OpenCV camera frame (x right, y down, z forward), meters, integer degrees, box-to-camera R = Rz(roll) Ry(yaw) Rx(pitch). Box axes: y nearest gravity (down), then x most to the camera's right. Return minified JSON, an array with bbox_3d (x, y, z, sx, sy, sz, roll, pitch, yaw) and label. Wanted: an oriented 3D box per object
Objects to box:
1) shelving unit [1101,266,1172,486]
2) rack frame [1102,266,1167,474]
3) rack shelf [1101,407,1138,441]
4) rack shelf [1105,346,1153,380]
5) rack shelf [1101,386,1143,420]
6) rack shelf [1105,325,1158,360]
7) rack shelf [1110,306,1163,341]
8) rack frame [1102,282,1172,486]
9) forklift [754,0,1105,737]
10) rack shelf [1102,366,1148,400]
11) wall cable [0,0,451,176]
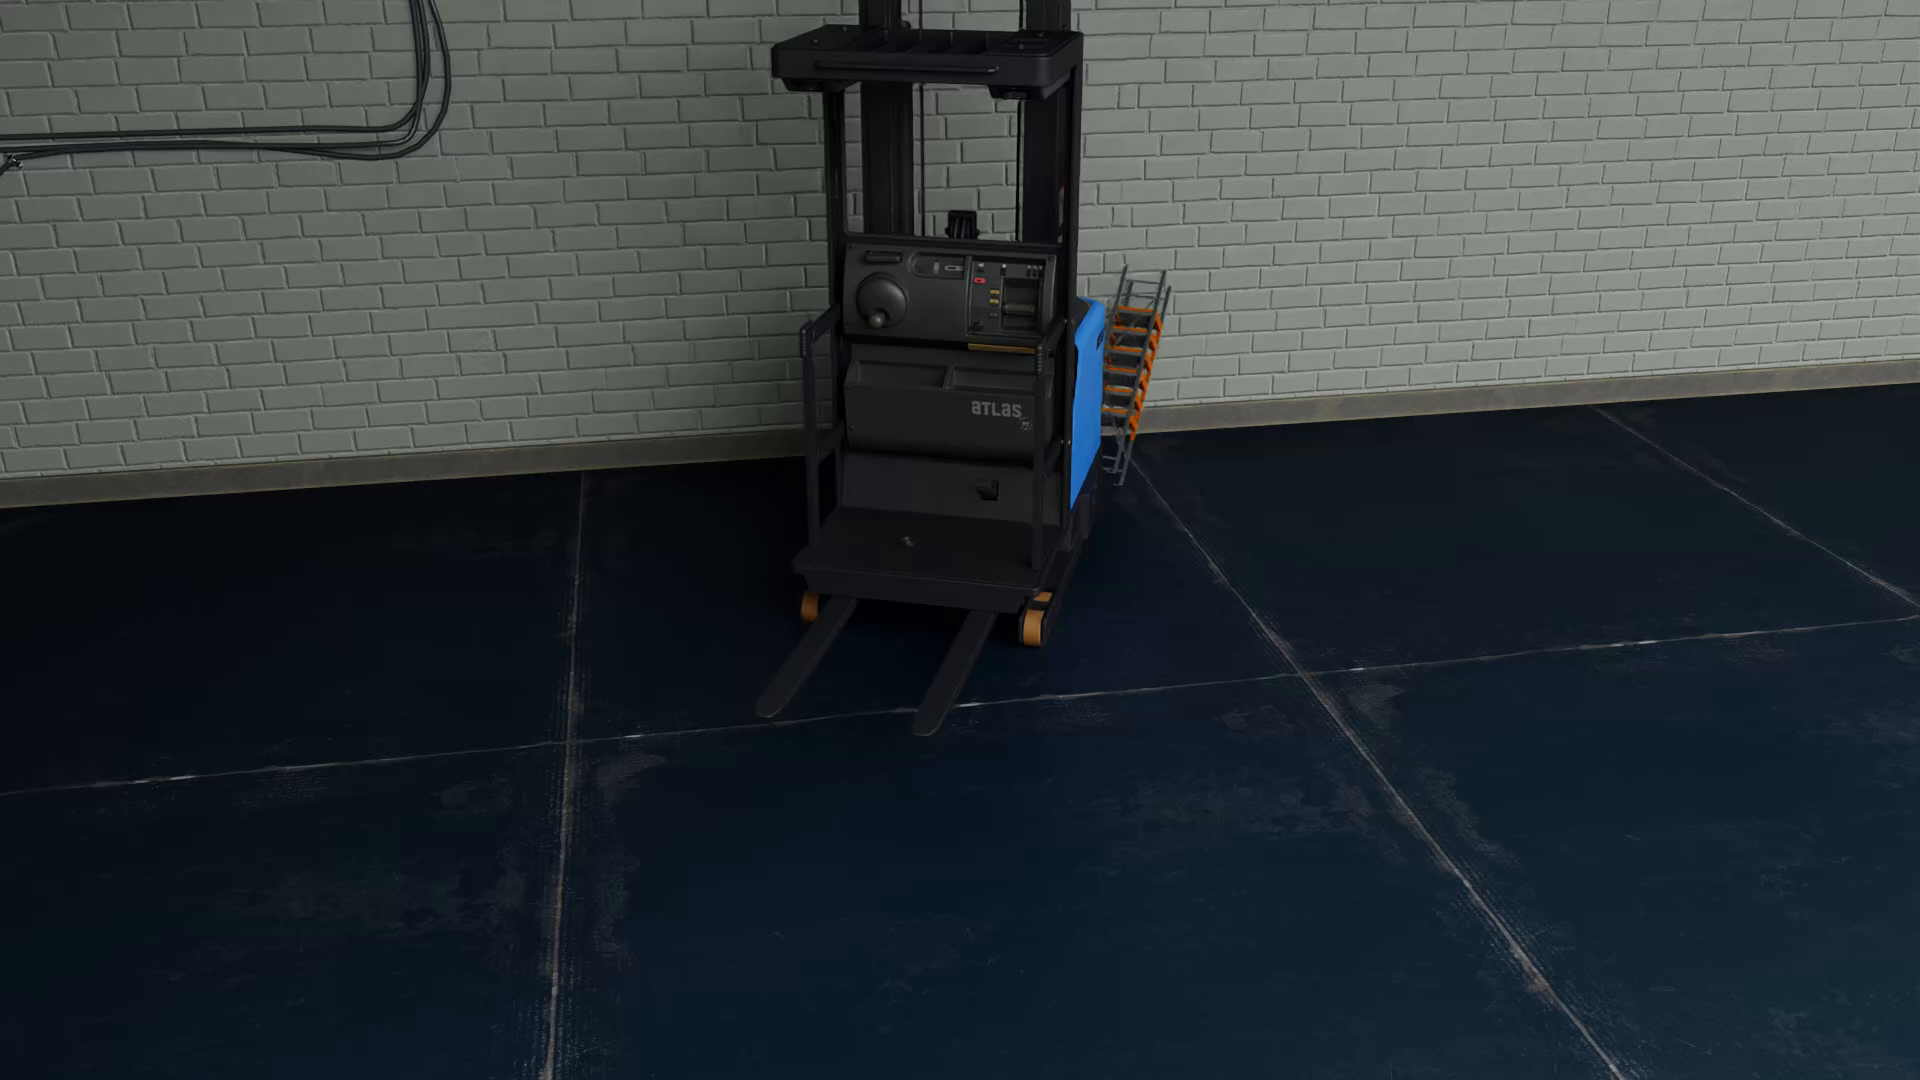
[{"bbox_3d":[0.886,-0.897,9.016,0.258,1.200,0.189,10,-16,19],"label":"shelving unit"},{"bbox_3d":[0.861,-0.927,8.933,0.240,1.200,0.006,10,-16,19],"label":"rack frame"},{"bbox_3d":[0.813,-0.632,8.942,0.258,0.103,0.180,10,-16,19],"label":"rack shelf"},{"bbox_3d":[0.905,-0.967,9.035,0.258,0.103,0.180,10,-16,19],"label":"rack shelf"},{"bbox_3d":[0.844,-0.744,8.973,0.258,0.103,0.180,10,-16,19],"label":"rack shelf"},{"bbox_3d":[0.935,-1.079,9.067,0.258,0.103,0.180,10,-16,19],"label":"rack shelf"},{"bbox_3d":[0.966,-1.191,9.098,0.258,0.103,0.180,10,-16,19],"label":"rack shelf"},{"bbox_3d":[0.910,-0.867,9.099,0.240,1.200,0.006,10,-16,19],"label":"rack frame"},{"bbox_3d":[-0.095,-1.045,6.981,1.130,2.935,3.031,5,24,12],"label":"forklift"},{"bbox_3d":[0.874,-0.855,9.004,0.258,0.103,0.180,10,-16,19],"label":"rack shelf"},{"bbox_3d":[-4.023,-2.927,7.587,3.097,2.526,0.112,-4,24,-10],"label":"wall cable"}]
